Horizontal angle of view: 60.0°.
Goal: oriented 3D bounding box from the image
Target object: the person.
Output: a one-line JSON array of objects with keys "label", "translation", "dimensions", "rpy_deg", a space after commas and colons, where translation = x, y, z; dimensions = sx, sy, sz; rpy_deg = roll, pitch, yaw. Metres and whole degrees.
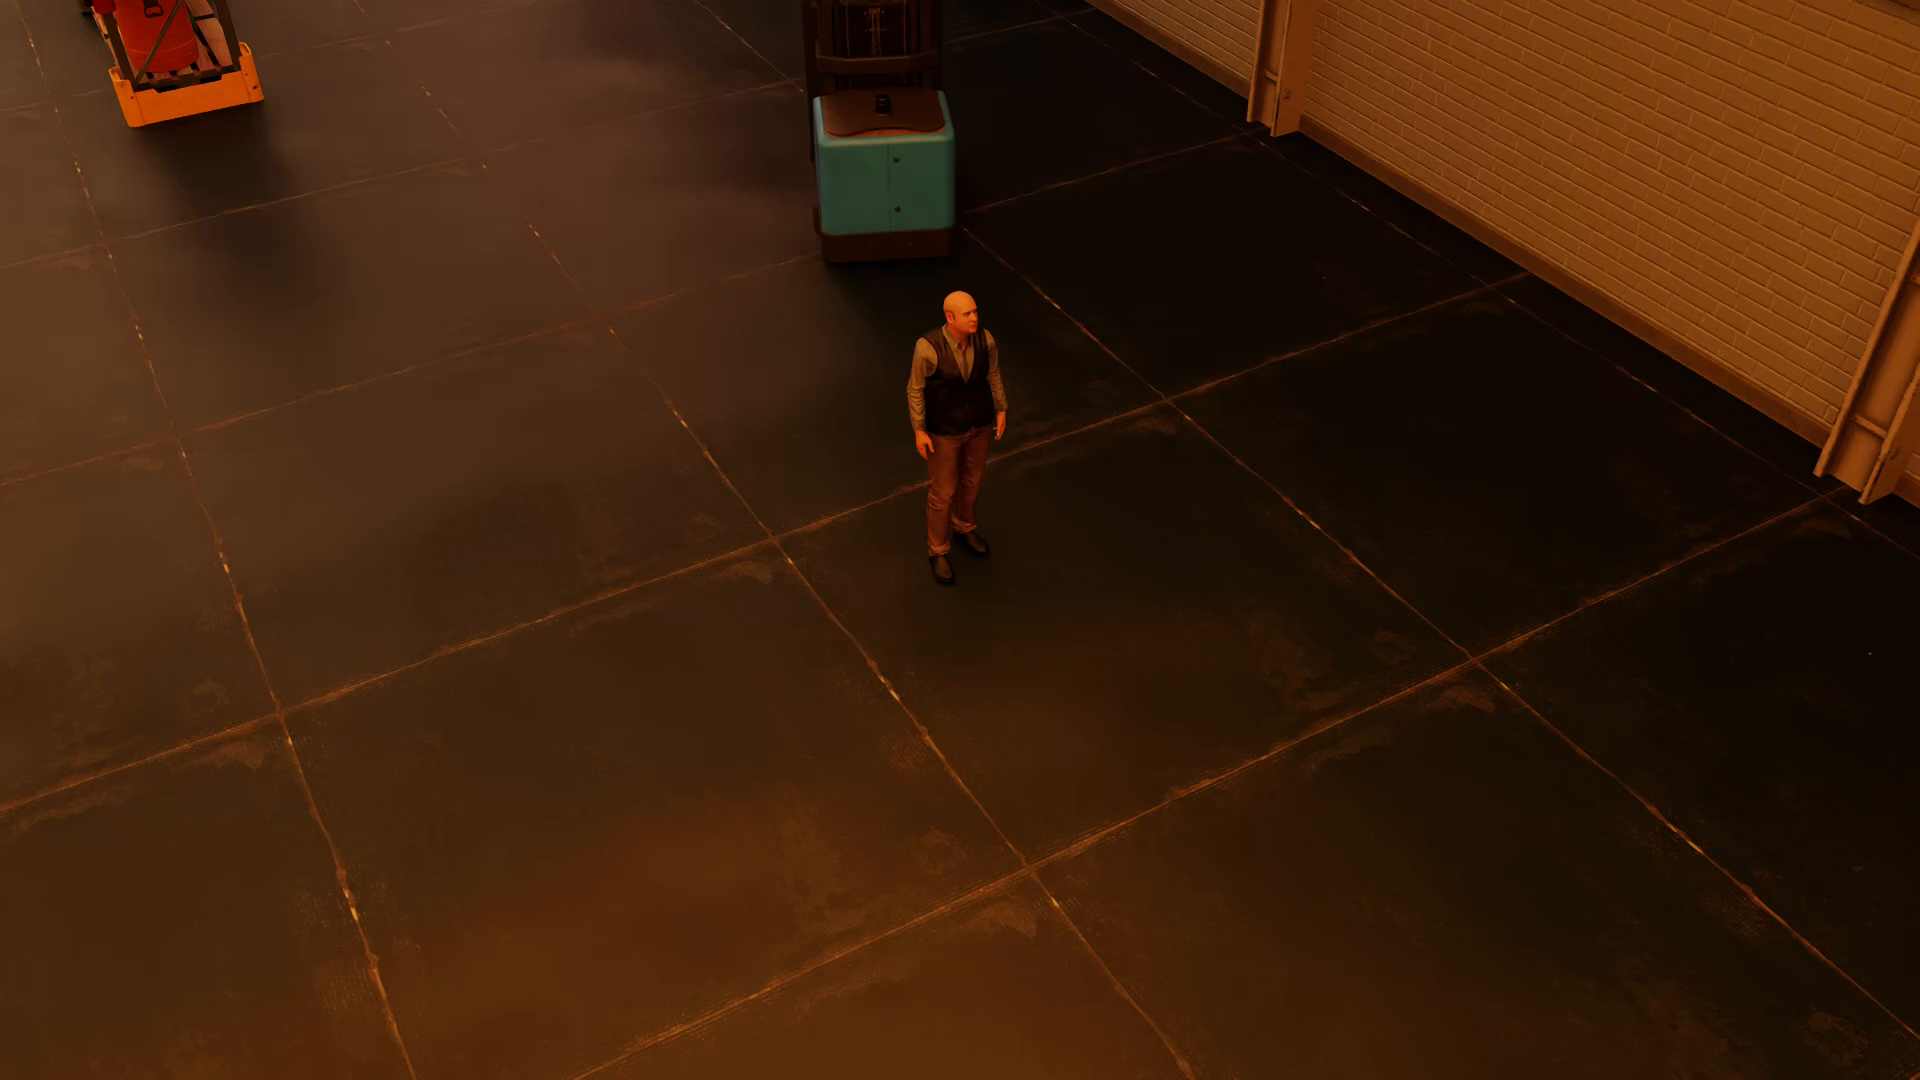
[{"label": "person", "translation": [0.024, -0.632, 9.733], "dimensions": [0.632, 1.720, 0.568], "rpy_deg": [-20, 44, -23]}]

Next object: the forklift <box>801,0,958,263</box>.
[{"label": "forklift", "translation": [-0.709, -4.195, 13.093], "dimensions": [1.130, 2.935, 3.031], "rpy_deg": [-4, 40, -5]}]
